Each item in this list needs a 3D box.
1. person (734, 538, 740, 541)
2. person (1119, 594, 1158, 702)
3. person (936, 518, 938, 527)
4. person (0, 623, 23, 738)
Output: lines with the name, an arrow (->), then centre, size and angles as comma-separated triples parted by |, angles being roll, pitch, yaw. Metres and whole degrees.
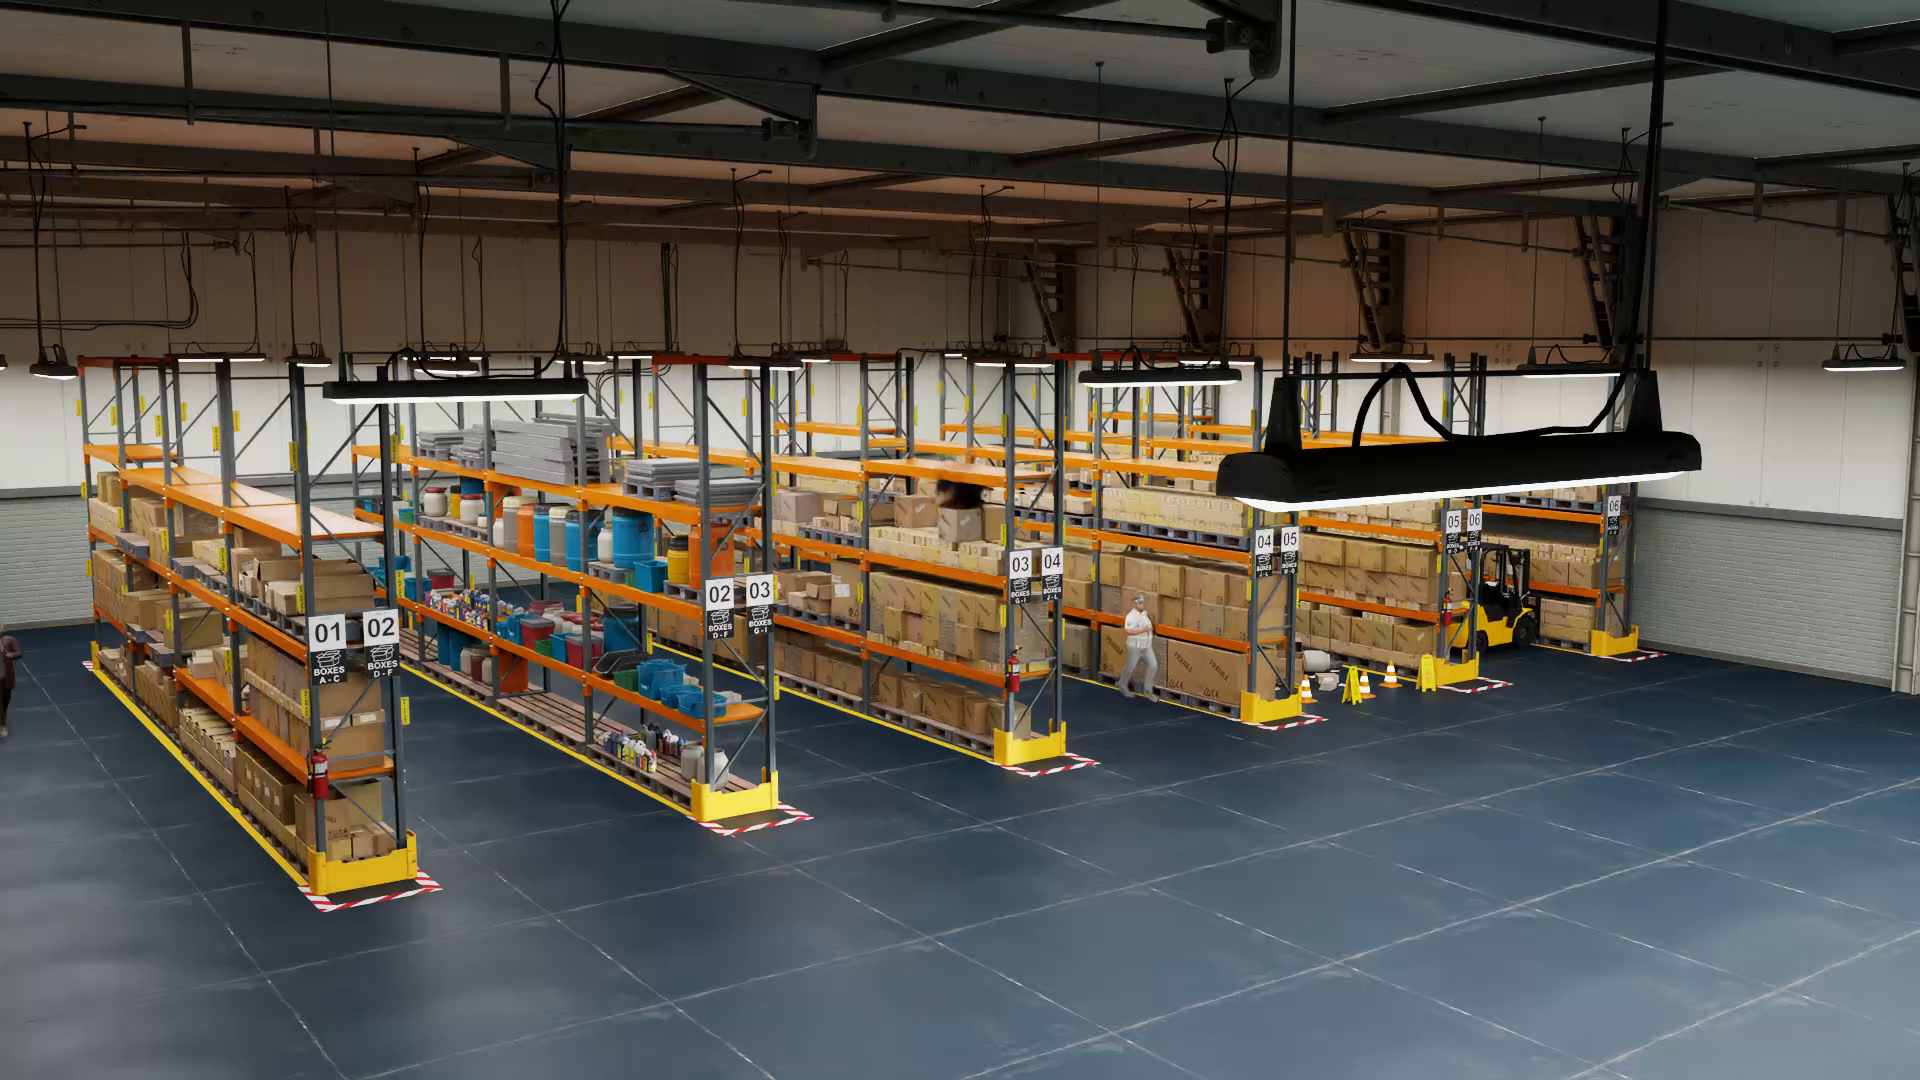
person -> -5.415, 0.751, 39.649 | 0.665, 1.608, 0.770 | -1, 7, -5
person -> 3.033, 1.818, 28.207 | 0.642, 1.821, 0.761 | -6, 9, -40
person -> -0.525, 0.140, 44.975 | 0.611, 1.474, 0.766 | -2, 7, -17
person -> -15.441, 2.195, 26.716 | 0.984, 1.811, 0.689 | 7, 10, 44
